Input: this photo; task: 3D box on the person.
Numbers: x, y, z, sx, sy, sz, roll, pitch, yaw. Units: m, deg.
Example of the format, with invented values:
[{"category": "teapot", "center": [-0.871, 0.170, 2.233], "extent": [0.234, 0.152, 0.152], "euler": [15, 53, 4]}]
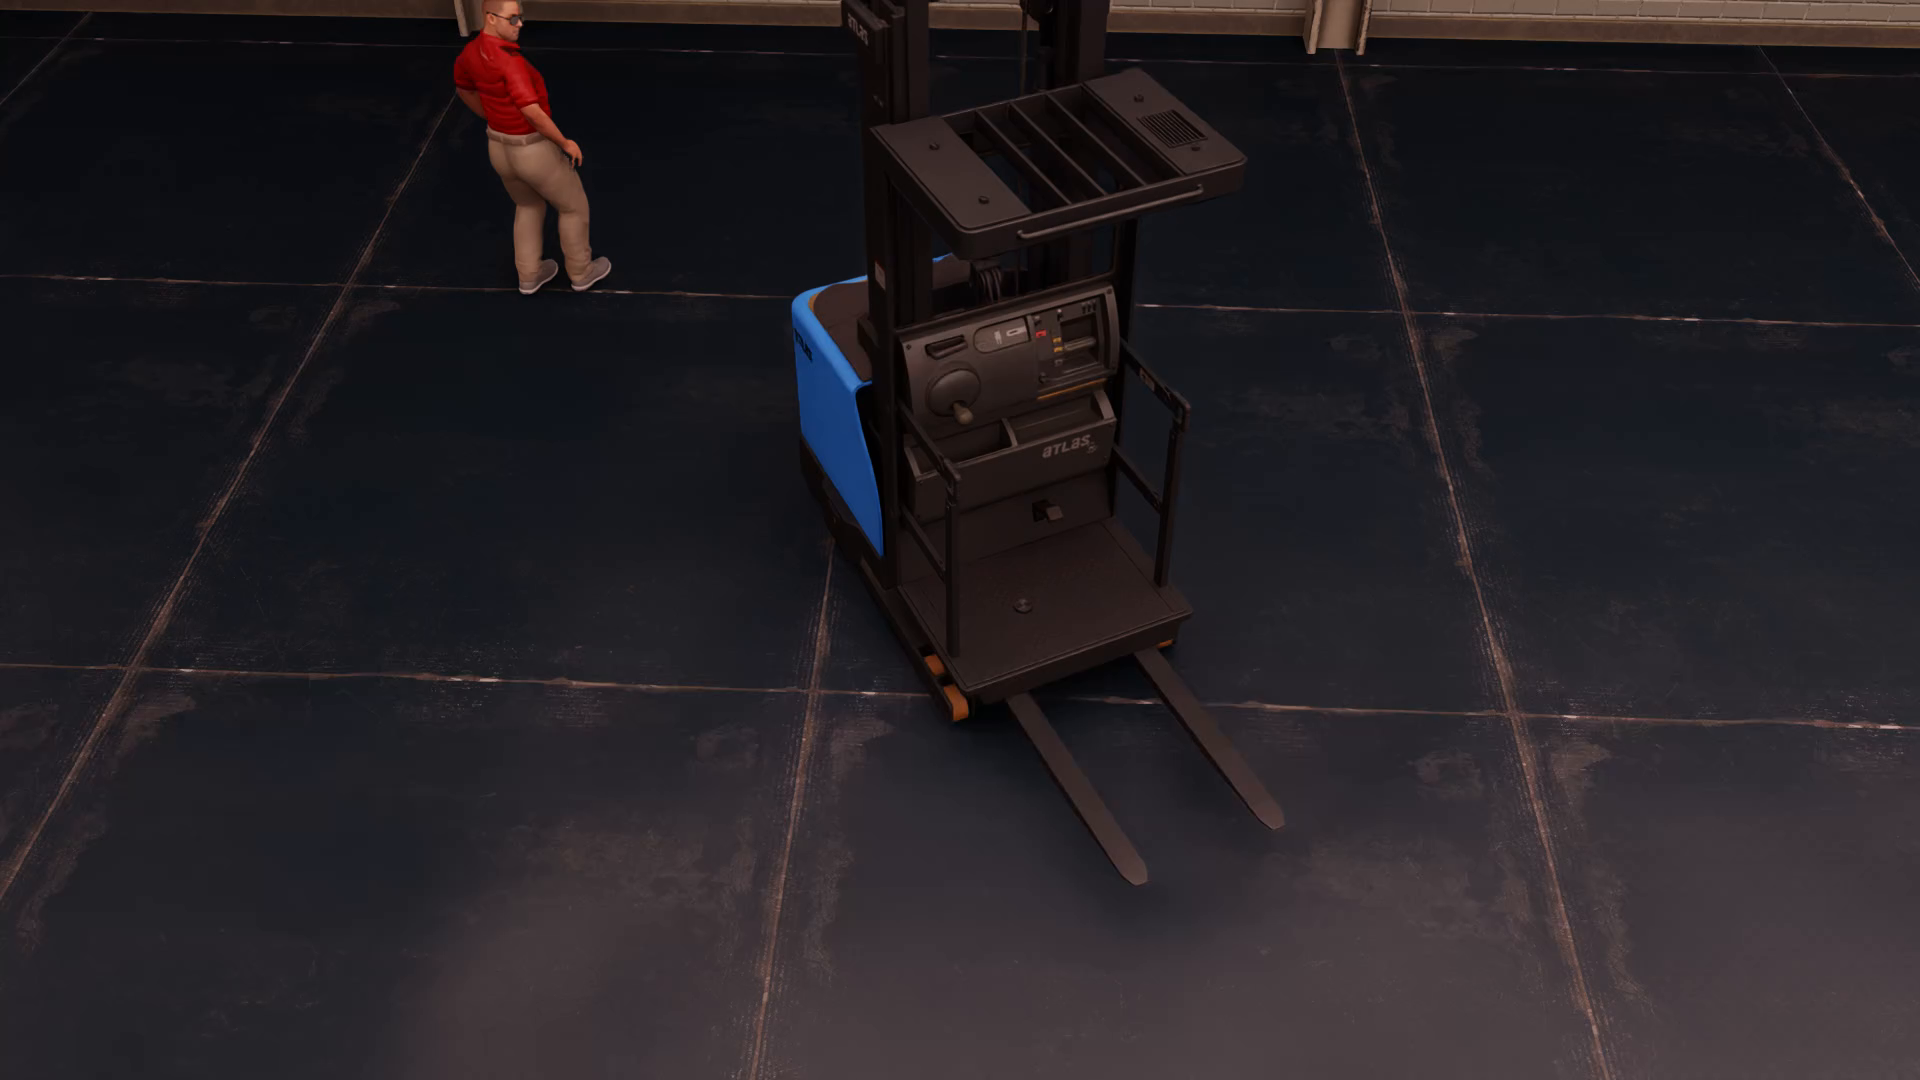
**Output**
[{"category": "person", "center": [-2.321, -2.110, 8.948], "extent": [0.521, 1.730, 0.376], "euler": [24, 48, 24]}]

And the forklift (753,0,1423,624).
[{"category": "forklift", "center": [0.616, -1.153, 7.005], "extent": [3.031, 2.935, 1.130], "euler": [-5, 43, -6]}]
